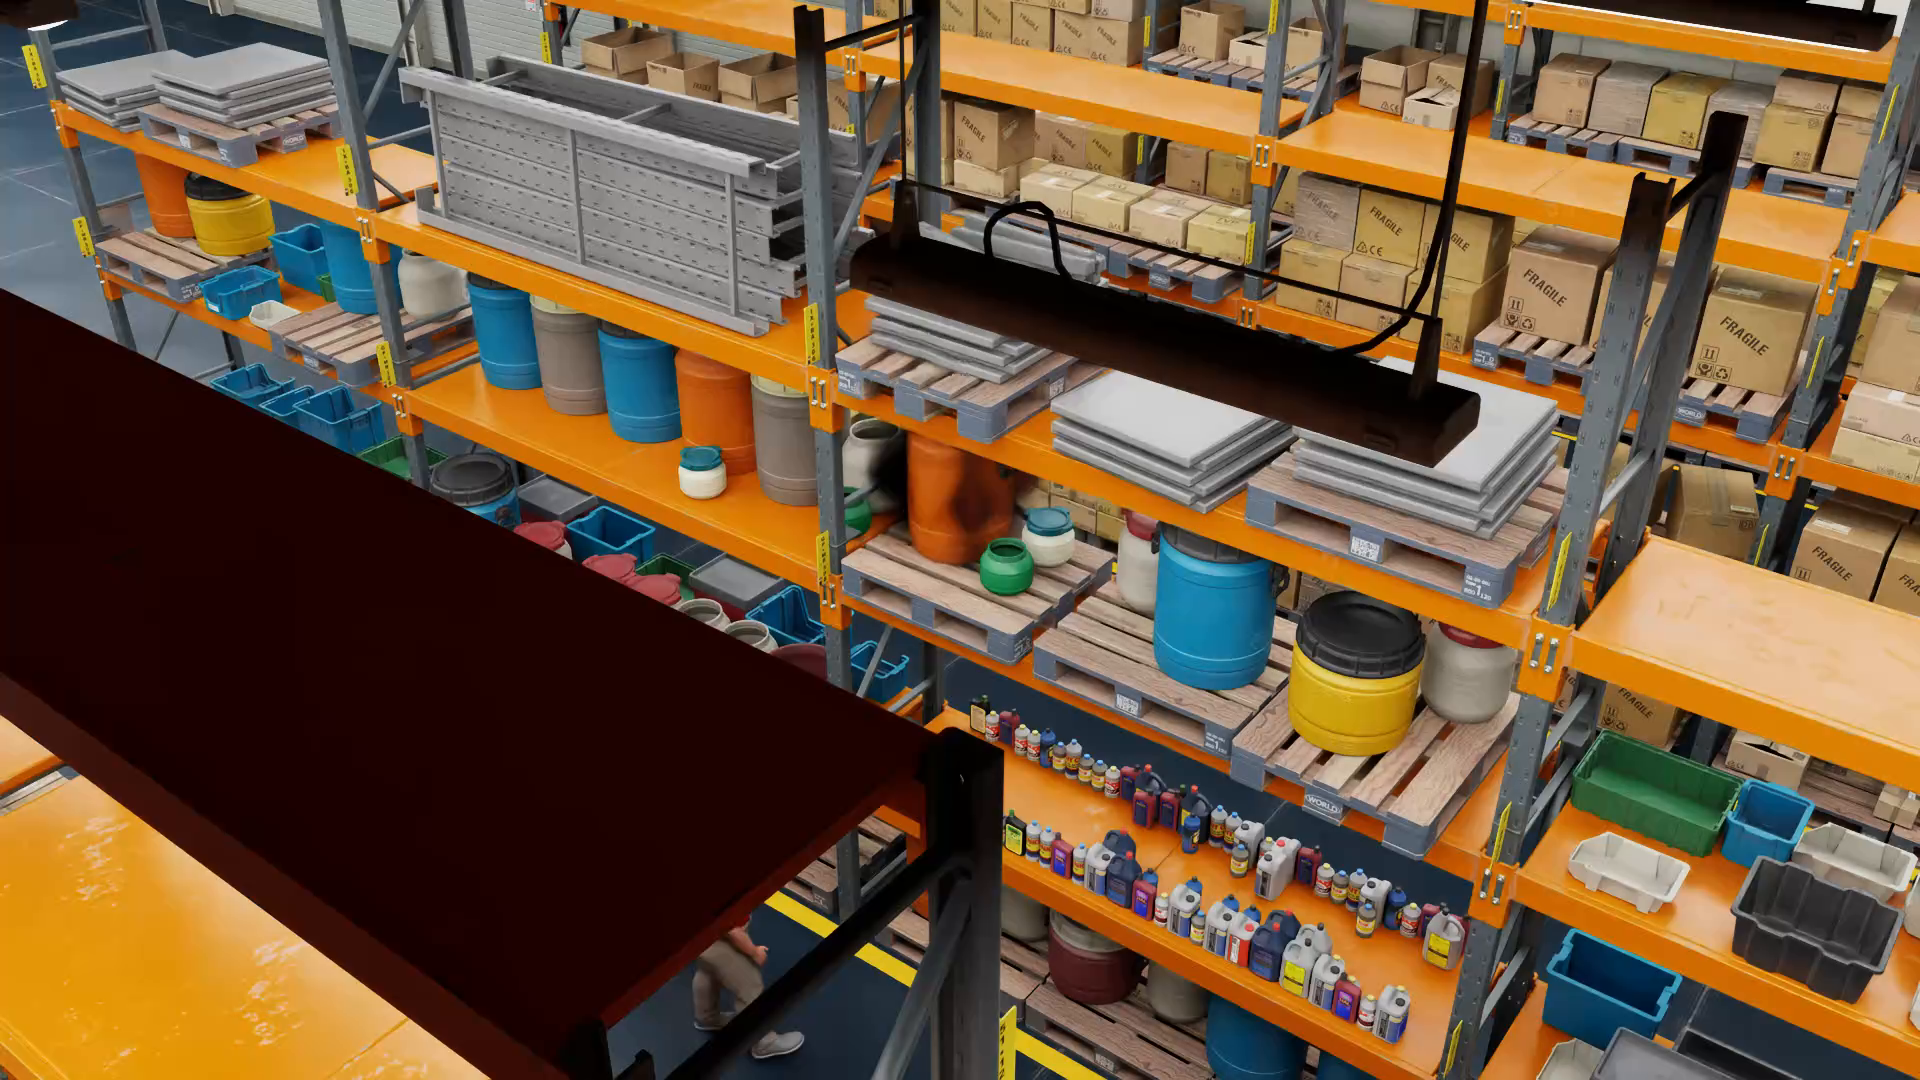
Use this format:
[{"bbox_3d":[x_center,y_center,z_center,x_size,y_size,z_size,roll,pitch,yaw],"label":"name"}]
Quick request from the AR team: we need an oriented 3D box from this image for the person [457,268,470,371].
[{"bbox_3d":[-5.377,-2.589,17.891,0.513,1.649,0.915,10,33,16],"label":"person"}]

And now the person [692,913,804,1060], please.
[{"bbox_3d":[-1.346,2.338,9.830,0.630,1.685,0.590,-16,35,-24],"label":"person"}]
